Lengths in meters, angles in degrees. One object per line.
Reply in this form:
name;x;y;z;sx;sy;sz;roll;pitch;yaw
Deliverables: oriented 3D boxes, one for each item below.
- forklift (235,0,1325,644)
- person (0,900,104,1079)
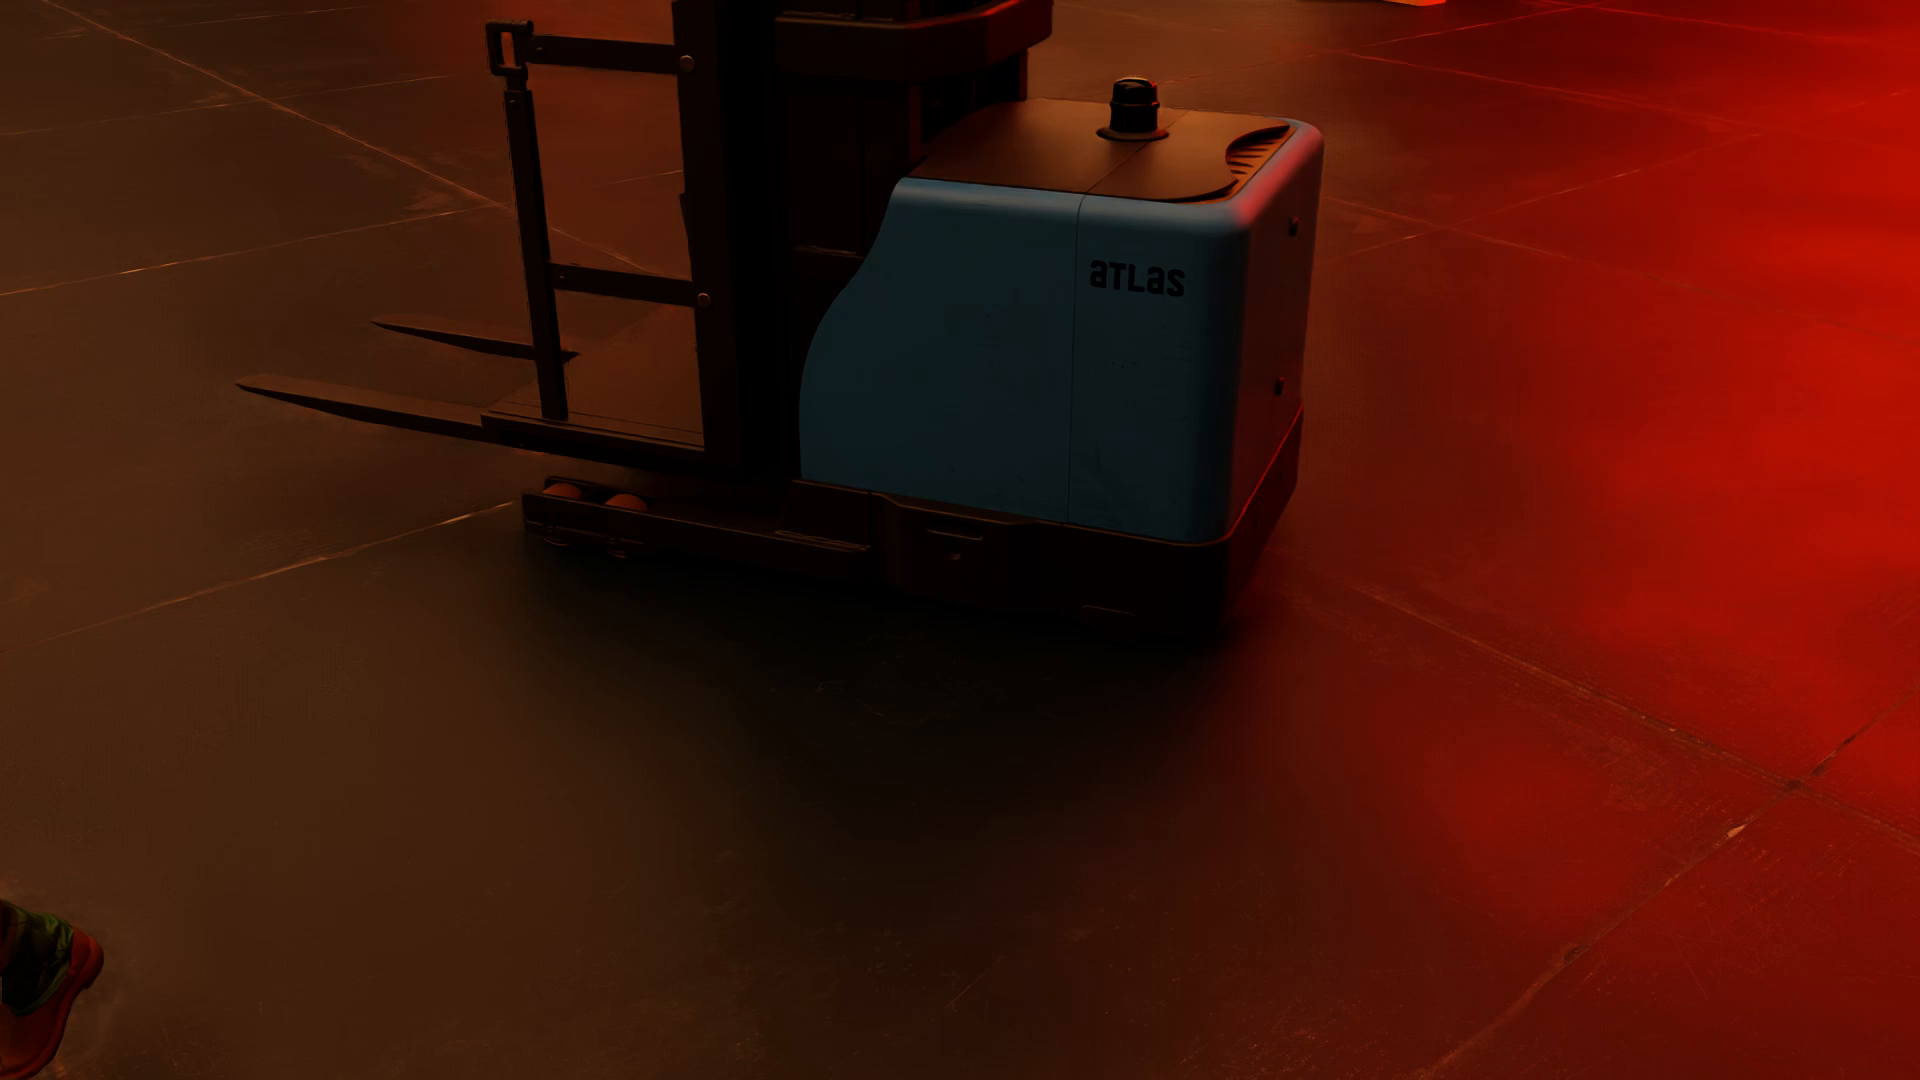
forklift;-0.626;-1.471;4.168;3.031;2.935;1.130;10;28;19
person;-2.020;0.226;2.306;1.204;1.676;0.526;3;27;5
